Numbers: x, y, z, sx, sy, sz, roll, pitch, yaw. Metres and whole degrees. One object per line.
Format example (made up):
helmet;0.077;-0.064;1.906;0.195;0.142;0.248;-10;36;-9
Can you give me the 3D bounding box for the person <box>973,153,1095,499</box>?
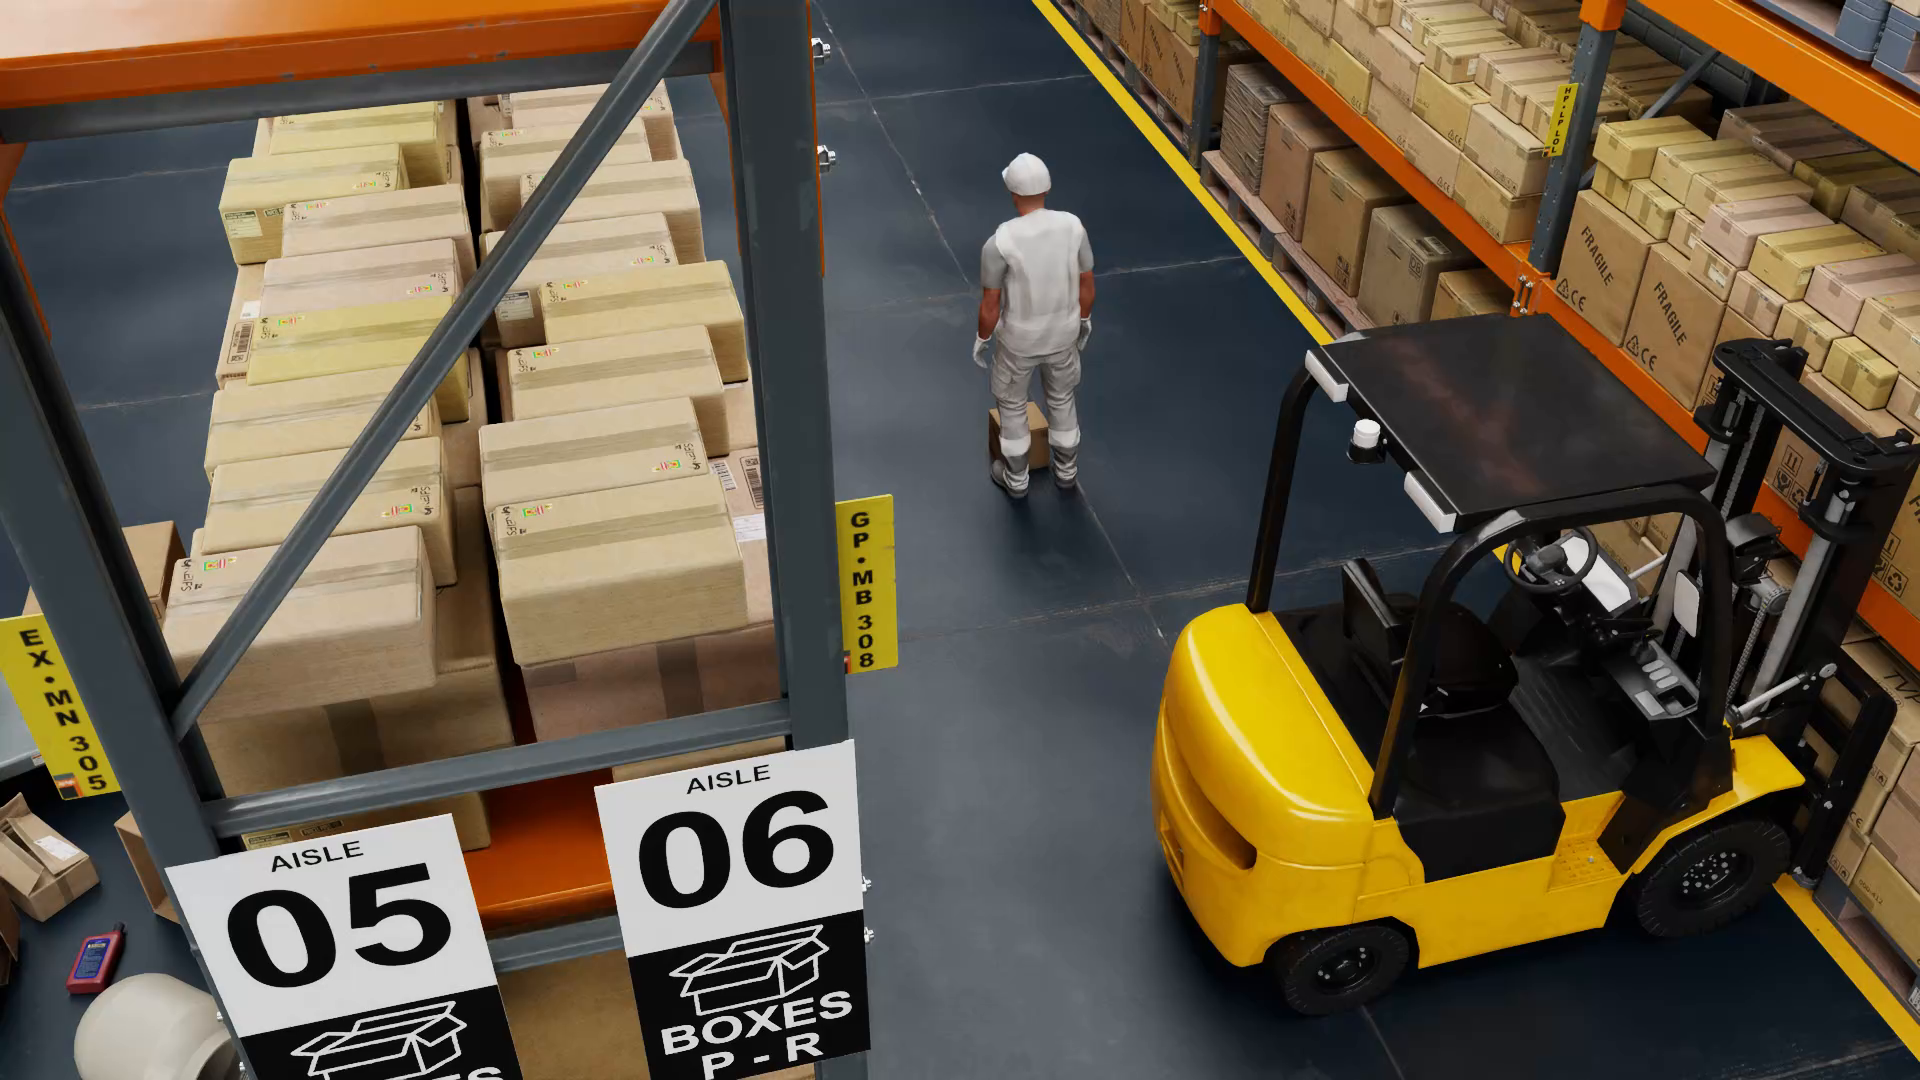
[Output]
person;0.351;-0.996;7.985;0.617;1.778;0.453;-12;39;-15
